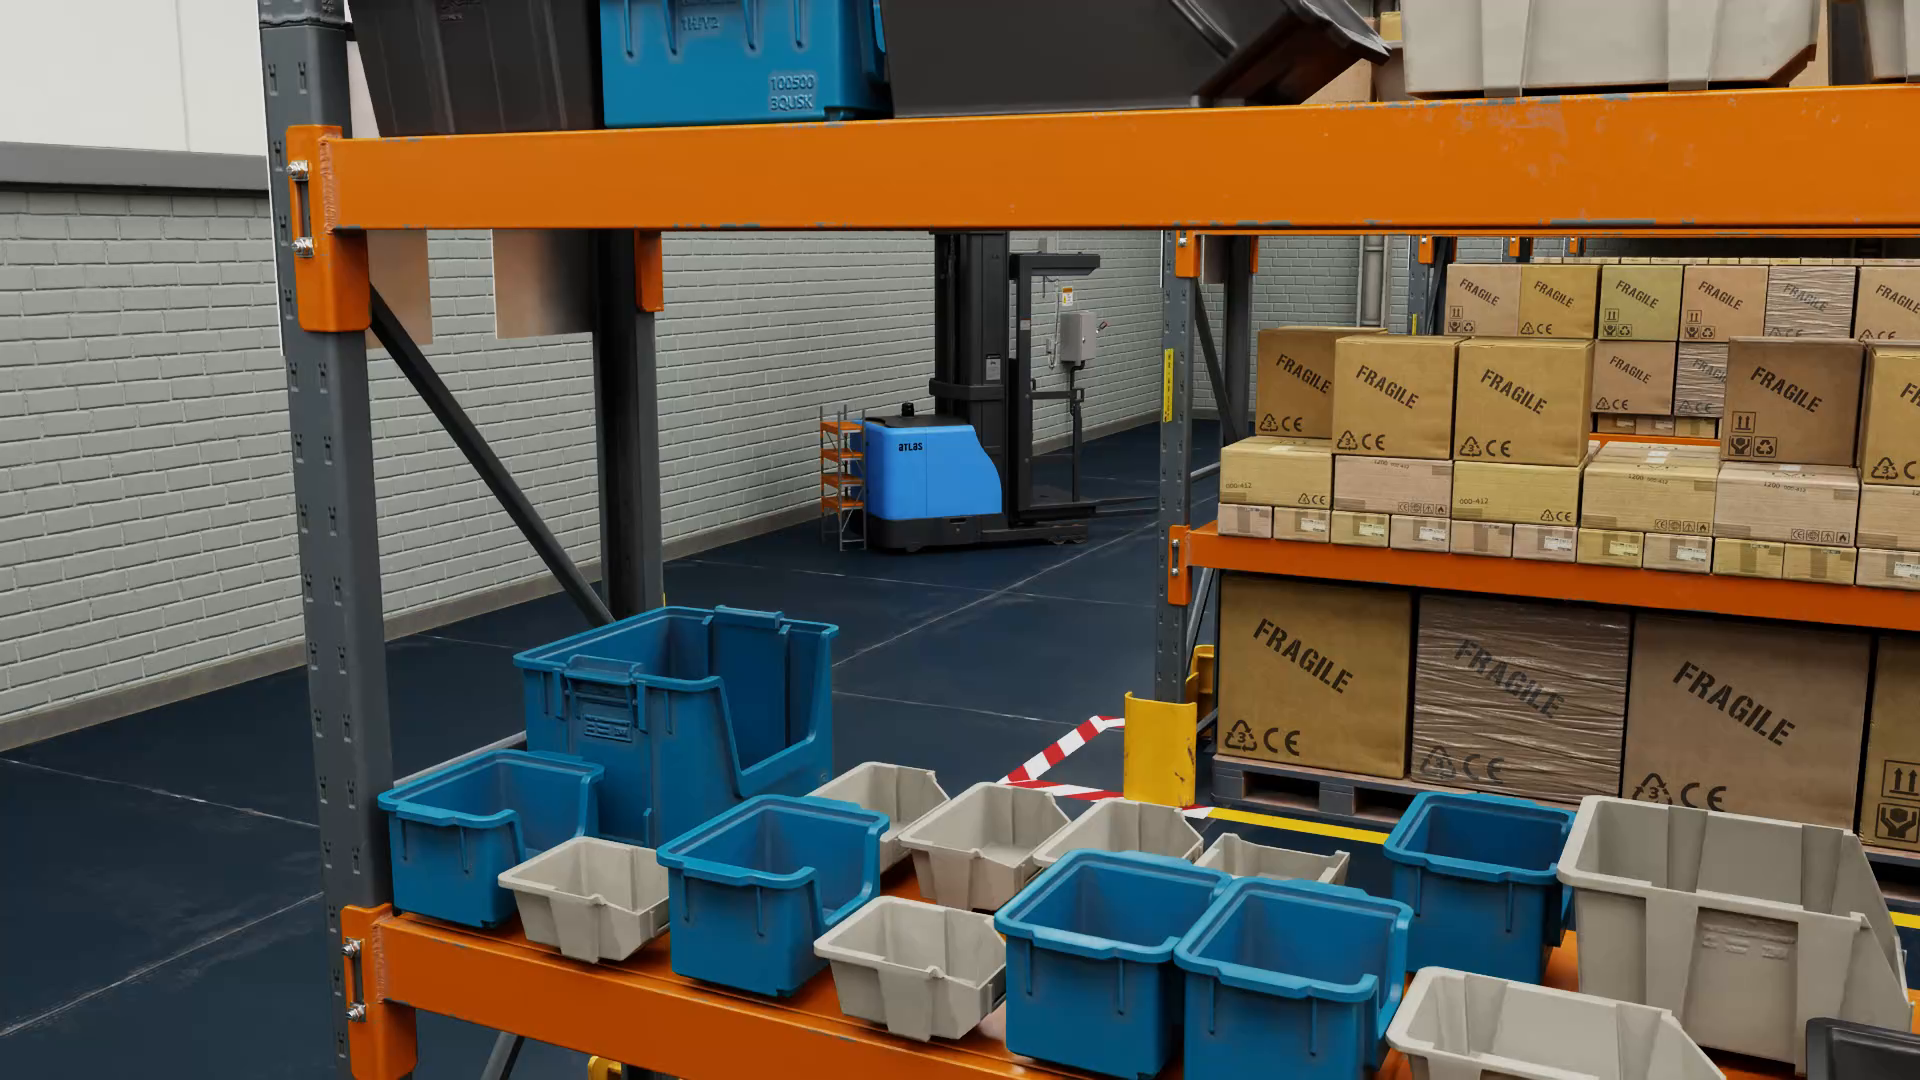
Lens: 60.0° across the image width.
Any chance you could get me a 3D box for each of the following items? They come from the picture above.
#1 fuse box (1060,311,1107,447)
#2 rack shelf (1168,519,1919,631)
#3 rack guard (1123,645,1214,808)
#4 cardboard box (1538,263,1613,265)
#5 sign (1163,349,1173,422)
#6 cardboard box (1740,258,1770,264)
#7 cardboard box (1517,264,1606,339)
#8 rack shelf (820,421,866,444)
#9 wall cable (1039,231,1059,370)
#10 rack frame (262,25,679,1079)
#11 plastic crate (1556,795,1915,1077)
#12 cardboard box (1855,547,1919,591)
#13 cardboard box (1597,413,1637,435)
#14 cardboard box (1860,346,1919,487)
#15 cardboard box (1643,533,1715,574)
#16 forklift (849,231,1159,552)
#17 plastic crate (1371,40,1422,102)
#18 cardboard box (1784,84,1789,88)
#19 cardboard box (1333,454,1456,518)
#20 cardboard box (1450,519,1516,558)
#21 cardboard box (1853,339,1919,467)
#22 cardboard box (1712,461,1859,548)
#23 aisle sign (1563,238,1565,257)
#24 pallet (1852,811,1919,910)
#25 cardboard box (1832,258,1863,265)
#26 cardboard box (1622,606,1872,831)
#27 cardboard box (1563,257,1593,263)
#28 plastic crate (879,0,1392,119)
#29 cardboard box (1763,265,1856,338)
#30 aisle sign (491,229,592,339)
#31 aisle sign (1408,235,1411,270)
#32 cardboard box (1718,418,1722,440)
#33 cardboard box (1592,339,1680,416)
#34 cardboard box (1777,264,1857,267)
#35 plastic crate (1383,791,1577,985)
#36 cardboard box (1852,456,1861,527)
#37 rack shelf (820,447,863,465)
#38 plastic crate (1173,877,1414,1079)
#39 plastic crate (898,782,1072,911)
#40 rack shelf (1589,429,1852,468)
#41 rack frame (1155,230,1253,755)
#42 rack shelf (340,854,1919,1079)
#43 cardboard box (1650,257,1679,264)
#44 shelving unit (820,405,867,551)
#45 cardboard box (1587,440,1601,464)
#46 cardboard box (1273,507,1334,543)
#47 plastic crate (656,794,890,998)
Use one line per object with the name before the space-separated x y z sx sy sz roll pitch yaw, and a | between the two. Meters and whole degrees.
fuse box | 1.570 -2.034 21.166 0.414 1.711 0.539 5 11 26
rack shelf | 2.986 0.191 7.275 4.000 0.370 1.077 5 11 26
rack guard | 1.171 0.907 8.314 0.348 0.500 1.175 5 11 26
cardboard box | 4.452 -1.757 12.089 0.500 0.500 0.500 5 11 24
sign | 0.941 -0.698 7.510 0.005 0.325 0.100 5 11 26
cardboard box | 7.402 -2.550 15.488 0.250 0.149 0.380 5 11 26
cardboard box | 4.218 -1.676 11.646 0.500 0.500 0.500 5 12 27
rack shelf | -1.010 -0.931 14.297 0.258 0.148 0.480 -4 11 -22
wall cable | 1.127 -3.072 20.427 0.122 1.984 0.588 5 11 26
rack frame | -0.999 0.470 3.711 0.127 3.000 1.000 5 11 26
plastic crate | 1.300 0.664 2.802 0.530 0.282 0.437 5 11 26
cardboard box | 3.669 0.085 6.541 0.250 0.149 0.380 5 12 27
cardboard box | 4.613 -0.837 11.636 0.250 0.149 0.380 5 11 25
cardboard box | 3.801 -0.481 6.446 0.500 0.500 0.500 5 11 26
cardboard box | 2.981 0.025 6.877 0.250 0.149 0.380 5 12 27
forklift | 0.582 -1.485 14.705 3.031 2.935 1.130 -4 11 -22
plastic crate | 0.964 -0.753 2.786 0.530 0.136 0.437 5 11 26
cardboard box | 3.165 -1.946 6.896 0.500 0.500 0.700 6 12 28
cardboard box | 1.972 -0.273 7.400 0.500 0.250 0.500 5 11 25
cardboard box | 2.287 -0.036 7.212 0.250 0.149 0.380 5 11 25
cardboard box | 4.025 -0.566 6.915 0.500 0.500 0.500 5 11 26
cardboard box | 3.344 -0.152 6.732 0.500 0.250 0.500 5 12 27
aisle sign | 7.579 -3.934 20.747 0.004 0.787 0.394 5 11 26
pallet | 4.132 1.294 6.988 1.213 0.211 1.003 5 11 26
cardboard box | 8.105 -2.499 15.204 0.250 0.149 0.380 5 11 25
cardboard box | 3.416 0.697 7.241 0.875 0.875 0.875 5 11 26
cardboard box | 6.040 -2.683 16.220 0.250 0.149 0.380 5 12 27
plastic crate | 0.249 -0.811 2.541 0.767 0.338 0.504 5 11 26
cardboard box | 5.605 -1.554 10.970 0.500 0.500 0.500 5 12 27
aisle sign | -0.934 -0.862 3.769 0.004 0.787 0.394 5 11 26
aisle sign | 3.279 -2.342 11.950 0.004 0.787 0.394 5 11 26
cardboard box | 5.271 -0.763 11.230 0.250 0.149 0.380 5 12 27
cardboard box | 4.683 -1.143 11.505 0.500 0.500 0.500 5 11 27
cardboard box | 5.858 -1.635 11.419 0.500 0.500 0.500 5 12 27
plastic crate | 0.956 0.644 3.052 0.300 0.233 0.416 5 11 26
cardboard box | 4.030 -0.197 6.983 0.500 0.250 0.500 5 11 26
rack shelf | -1.010 -0.698 14.339 0.258 0.148 0.480 -4 11 -22
plastic crate | 0.526 0.722 2.618 0.300 0.233 0.416 5 11 26
plastic crate | 0.066 0.631 3.394 0.243 0.136 0.396 5 11 26
rack shelf | 5.271 -0.594 11.607 4.000 0.370 1.077 5 11 26
rack frame | 1.192 -0.321 8.081 0.127 3.000 1.000 5 11 26
rack shelf | 0.794 0.982 2.904 4.000 0.370 1.077 5 11 26
cardboard box | 6.725 -2.614 15.840 0.250 0.149 0.380 5 11 26
shelving unit | -1.010 -0.544 14.367 0.258 1.200 0.503 -4 11 -22
cardboard box | 2.655 -0.318 7.649 0.500 0.250 0.500 5 11 24
cardboard box | 1.595 -0.097 7.547 0.250 0.149 0.380 5 11 25
plastic crate | -0.333 0.647 3.035 0.300 0.233 0.416 5 11 26
